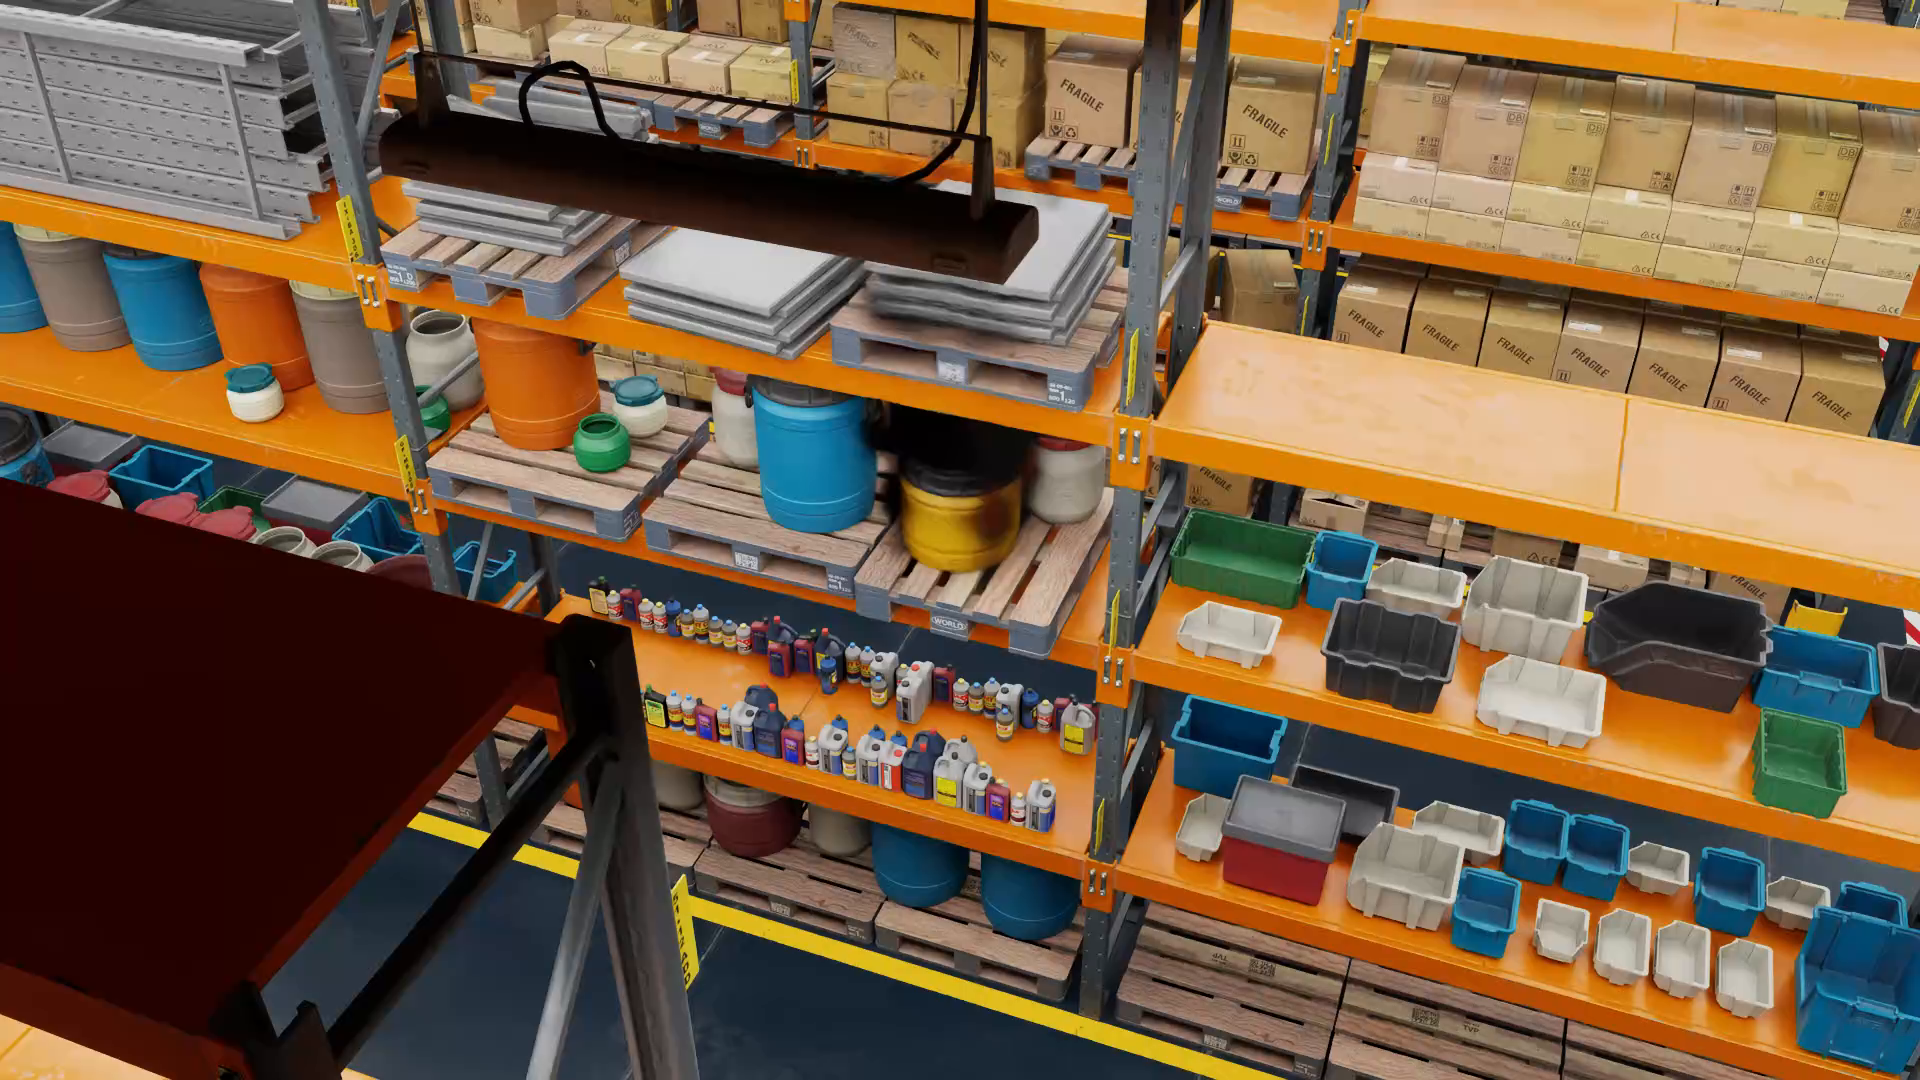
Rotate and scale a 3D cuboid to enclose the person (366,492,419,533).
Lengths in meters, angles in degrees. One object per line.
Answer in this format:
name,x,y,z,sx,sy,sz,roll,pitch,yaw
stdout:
person,-4.582,-0.500,12.578,1.154,1.796,0.622,17,40,22
